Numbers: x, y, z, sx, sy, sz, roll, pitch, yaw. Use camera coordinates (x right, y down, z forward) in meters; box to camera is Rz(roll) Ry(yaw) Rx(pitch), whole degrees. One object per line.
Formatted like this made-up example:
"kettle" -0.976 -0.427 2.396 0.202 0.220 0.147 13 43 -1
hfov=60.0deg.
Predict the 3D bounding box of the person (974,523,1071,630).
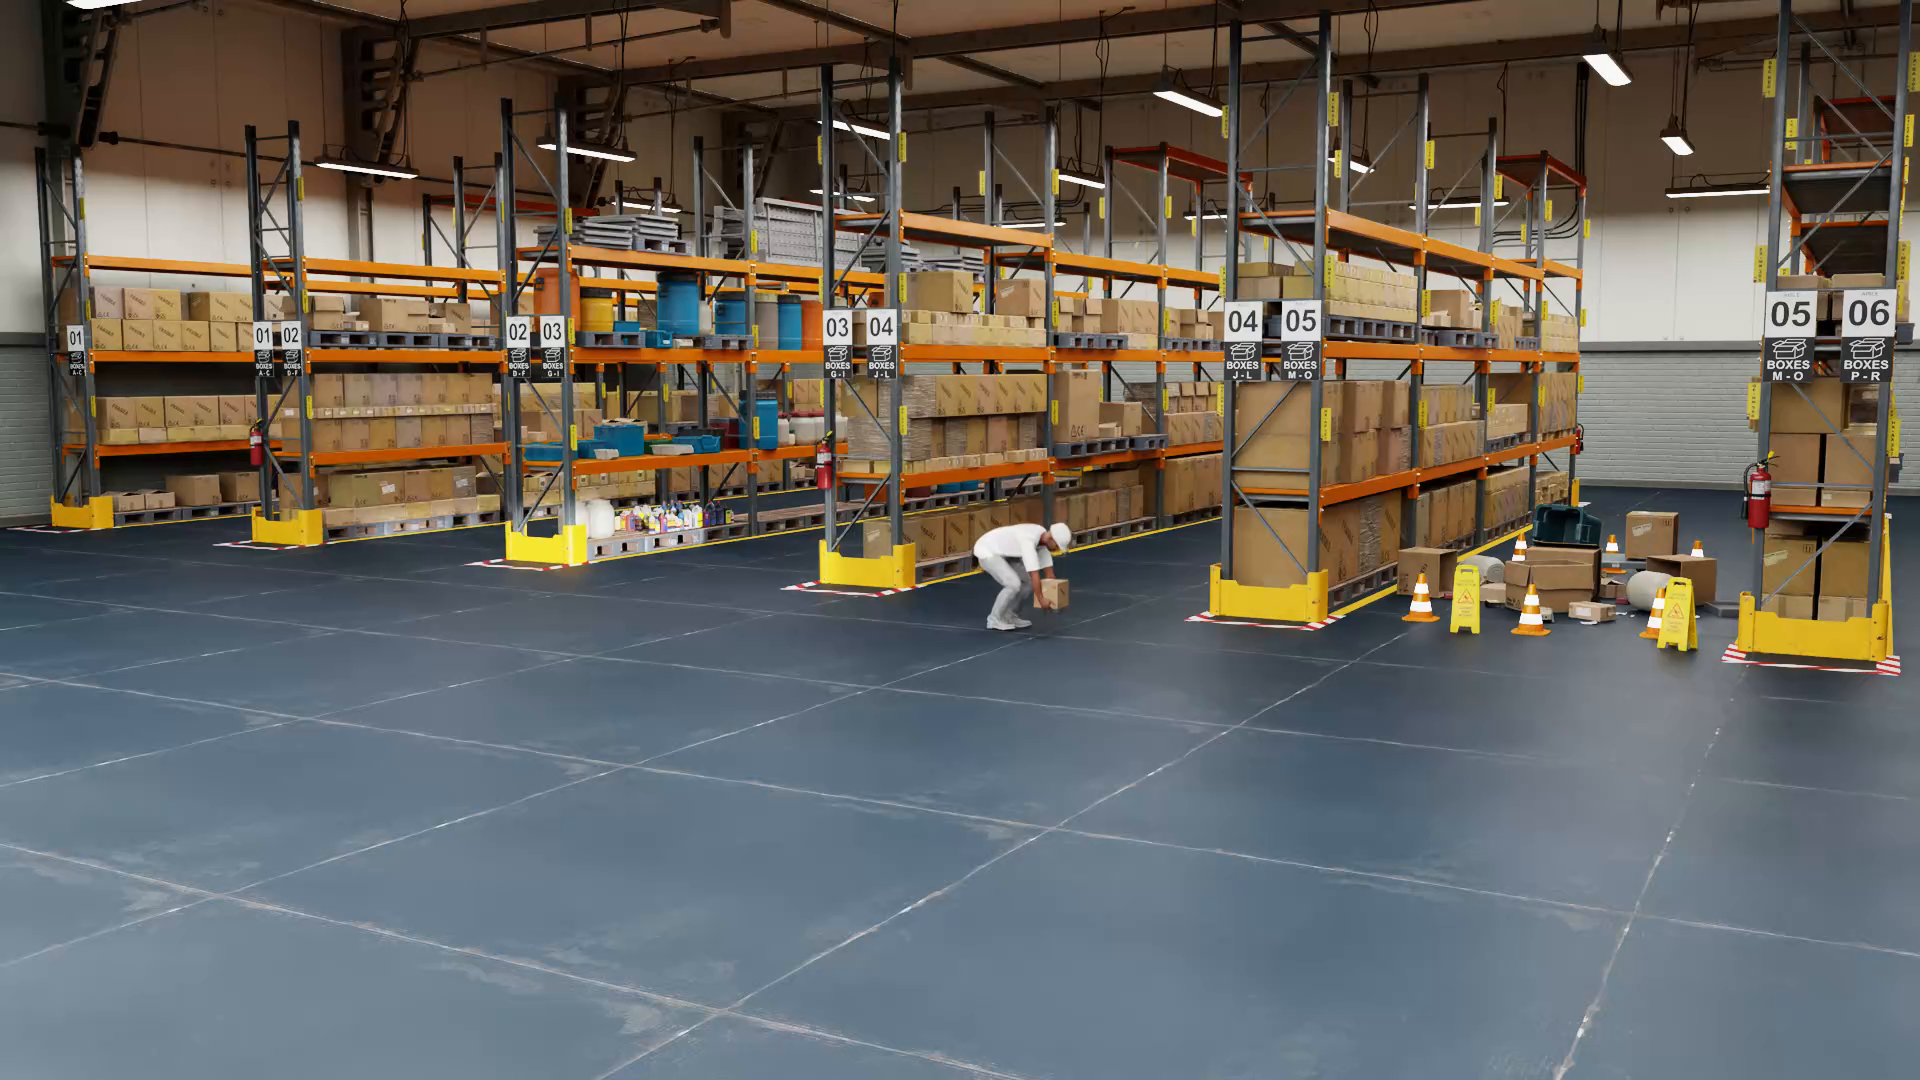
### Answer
"person" 0.620 0.344 16.159 0.966 1.054 0.518 3 7 26
